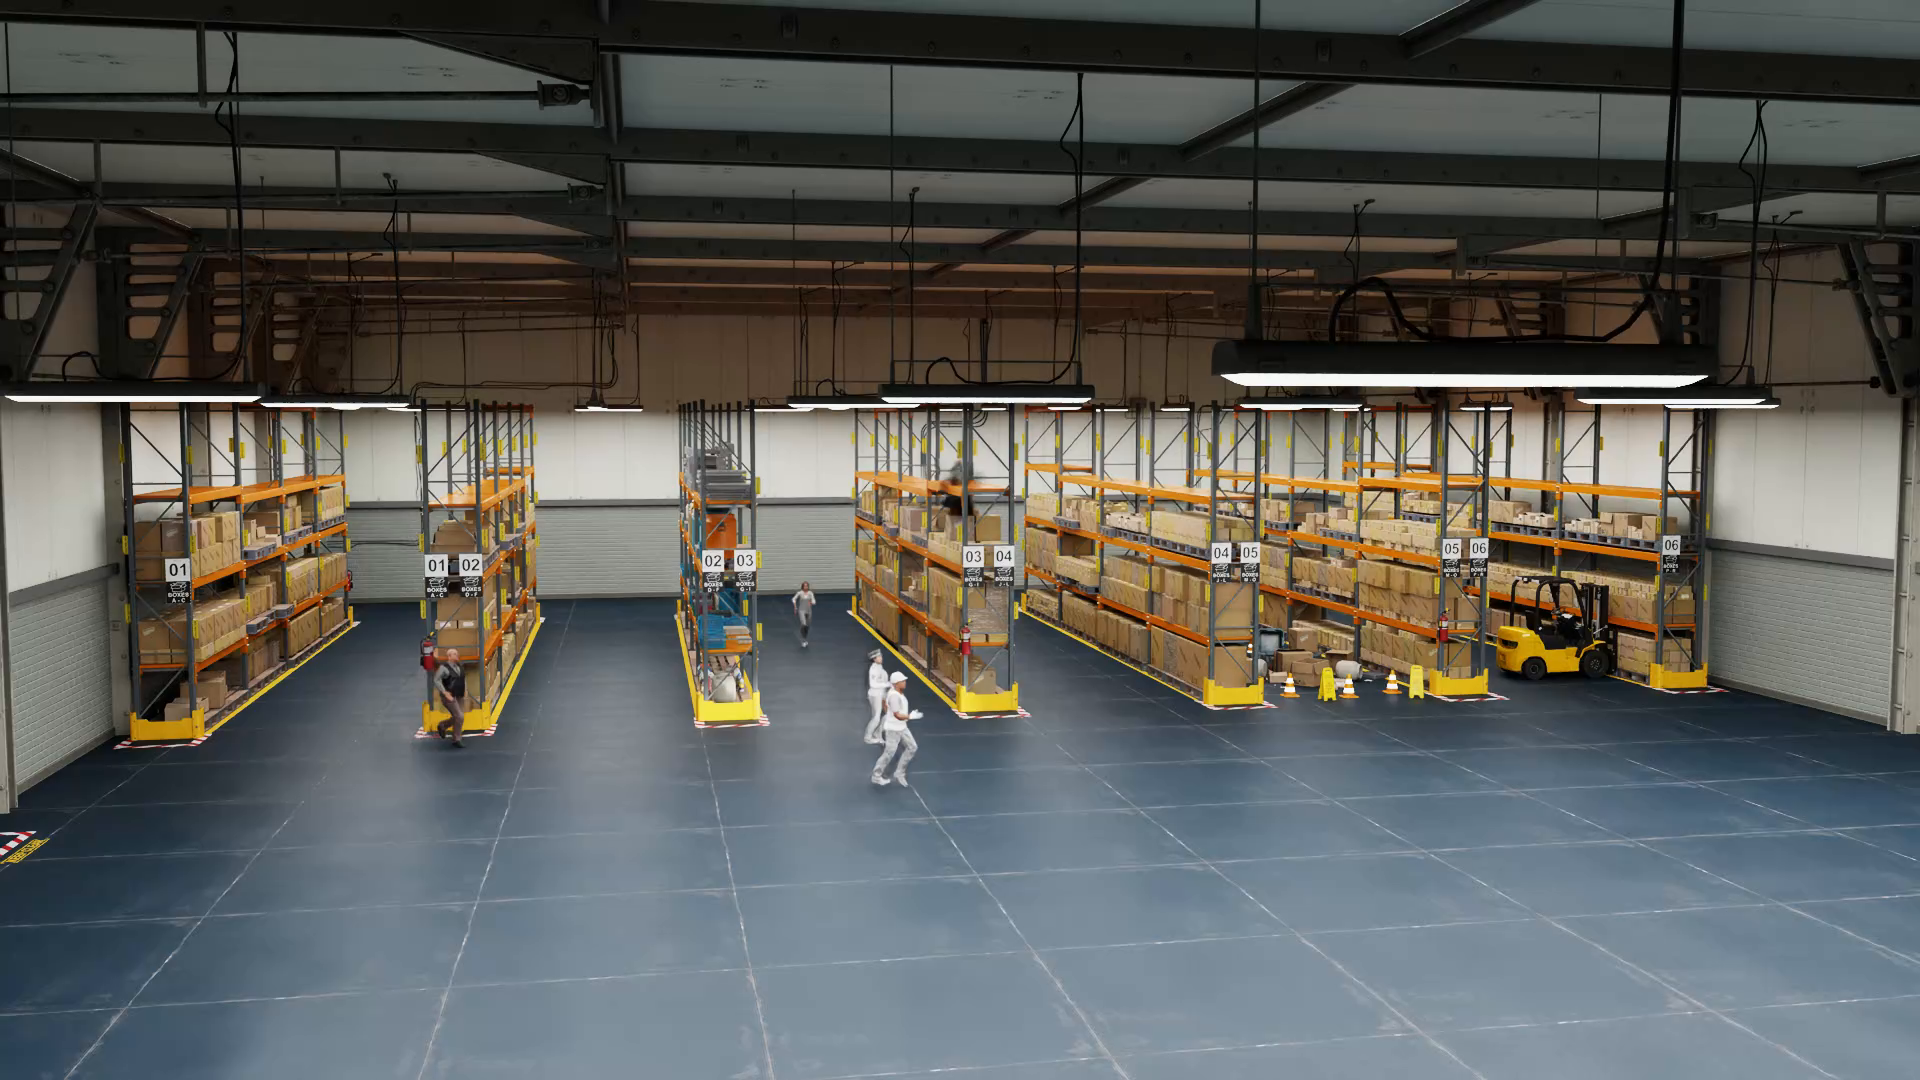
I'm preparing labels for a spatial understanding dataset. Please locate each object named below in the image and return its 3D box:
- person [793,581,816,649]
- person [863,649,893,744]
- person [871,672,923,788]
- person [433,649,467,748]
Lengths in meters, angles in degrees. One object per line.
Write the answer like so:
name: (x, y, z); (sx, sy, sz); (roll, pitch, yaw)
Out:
person: (-3.817, 1.836, 40.915); (0.505, 1.646, 0.717); (-2, 5, -22)
person: (-1.376, 2.714, 28.779); (0.627, 1.686, 0.598); (2, 5, 19)
person: (-0.951, 2.915, 25.471); (0.822, 1.809, 0.657); (1, 4, 10)
person: (-8.806, 2.723, 28.773); (0.722, 1.689, 0.681); (2, 5, 25)
